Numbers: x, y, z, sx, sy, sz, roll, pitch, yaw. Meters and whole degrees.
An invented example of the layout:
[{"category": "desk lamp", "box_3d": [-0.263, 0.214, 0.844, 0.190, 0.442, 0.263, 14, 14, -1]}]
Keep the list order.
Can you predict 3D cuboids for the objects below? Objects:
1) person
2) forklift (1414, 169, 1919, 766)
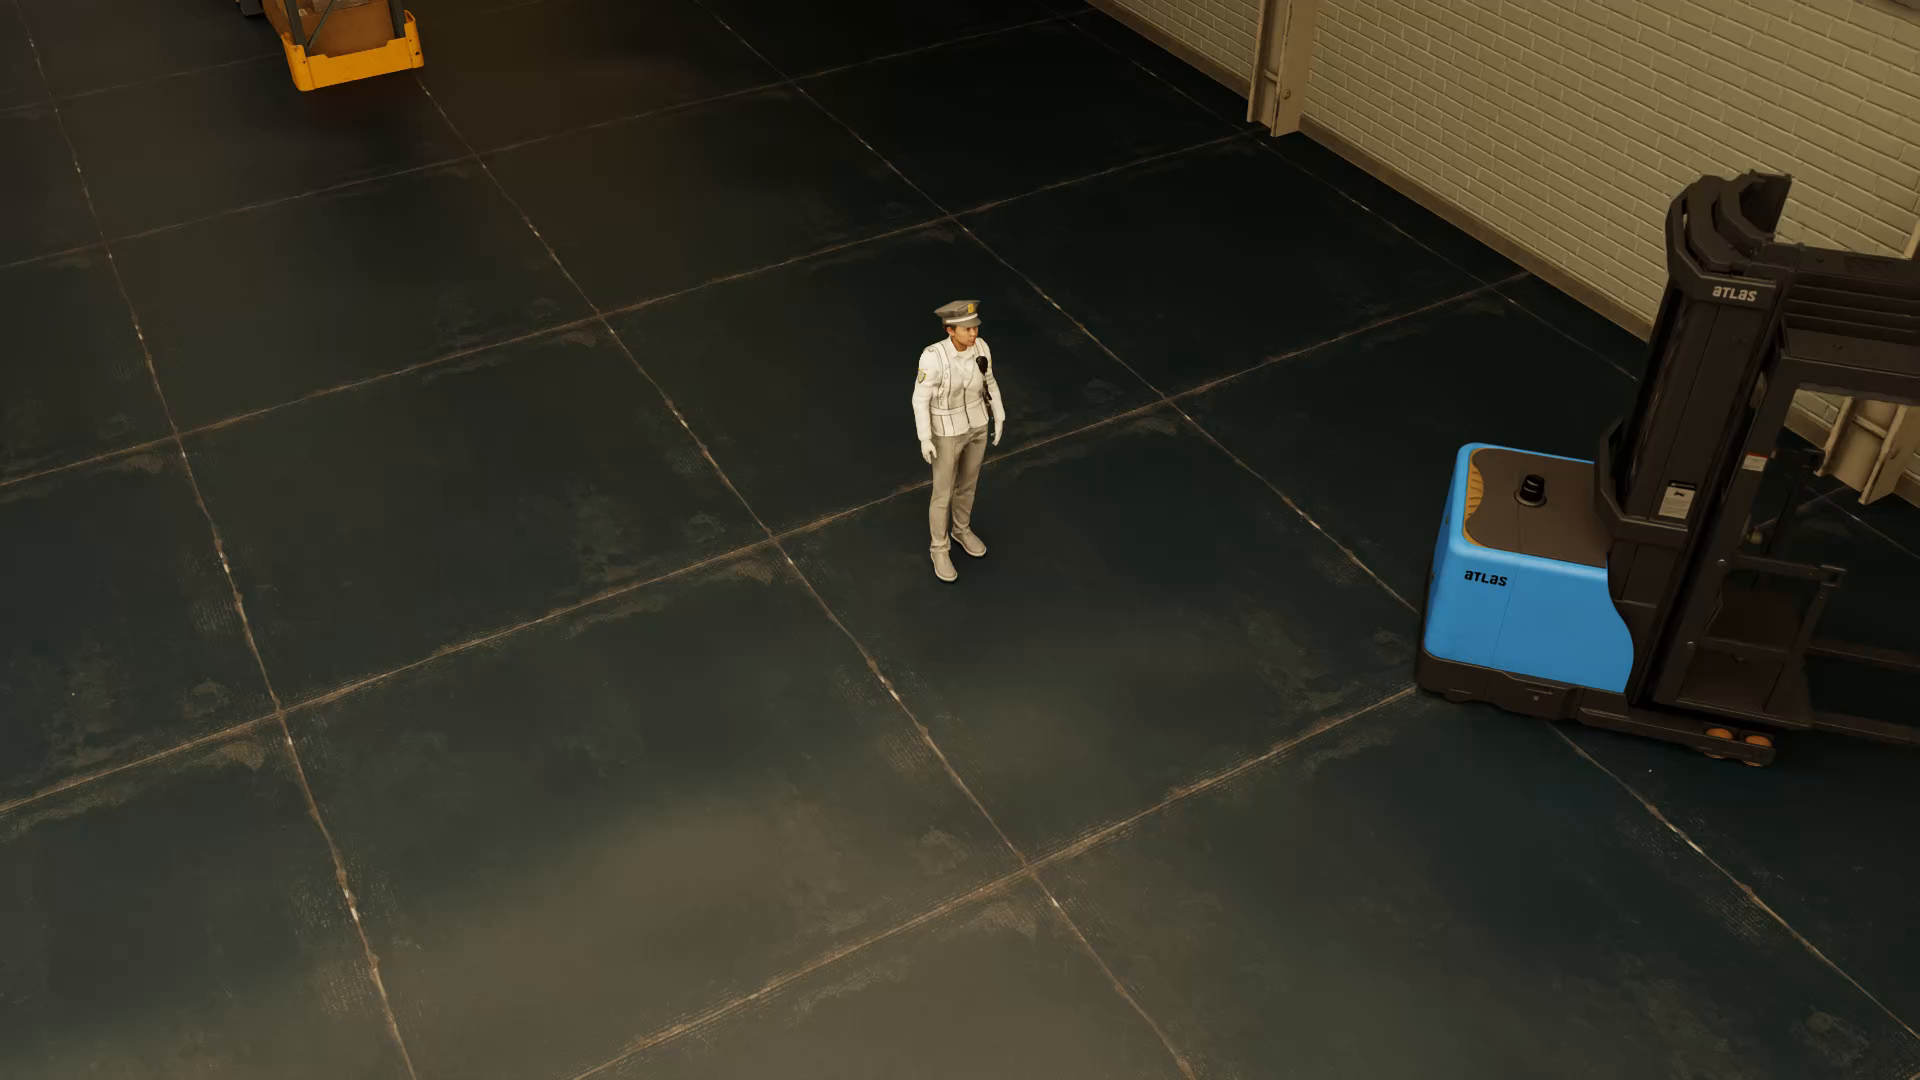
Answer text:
[{"category": "person", "box_3d": [0.028, -0.618, 9.738, 0.586, 1.694, 0.531, -20, 44, -23]}, {"category": "forklift", "box_3d": [4.113, -0.302, 8.400, 3.031, 2.935, 1.130, 11, 41, 13]}]
